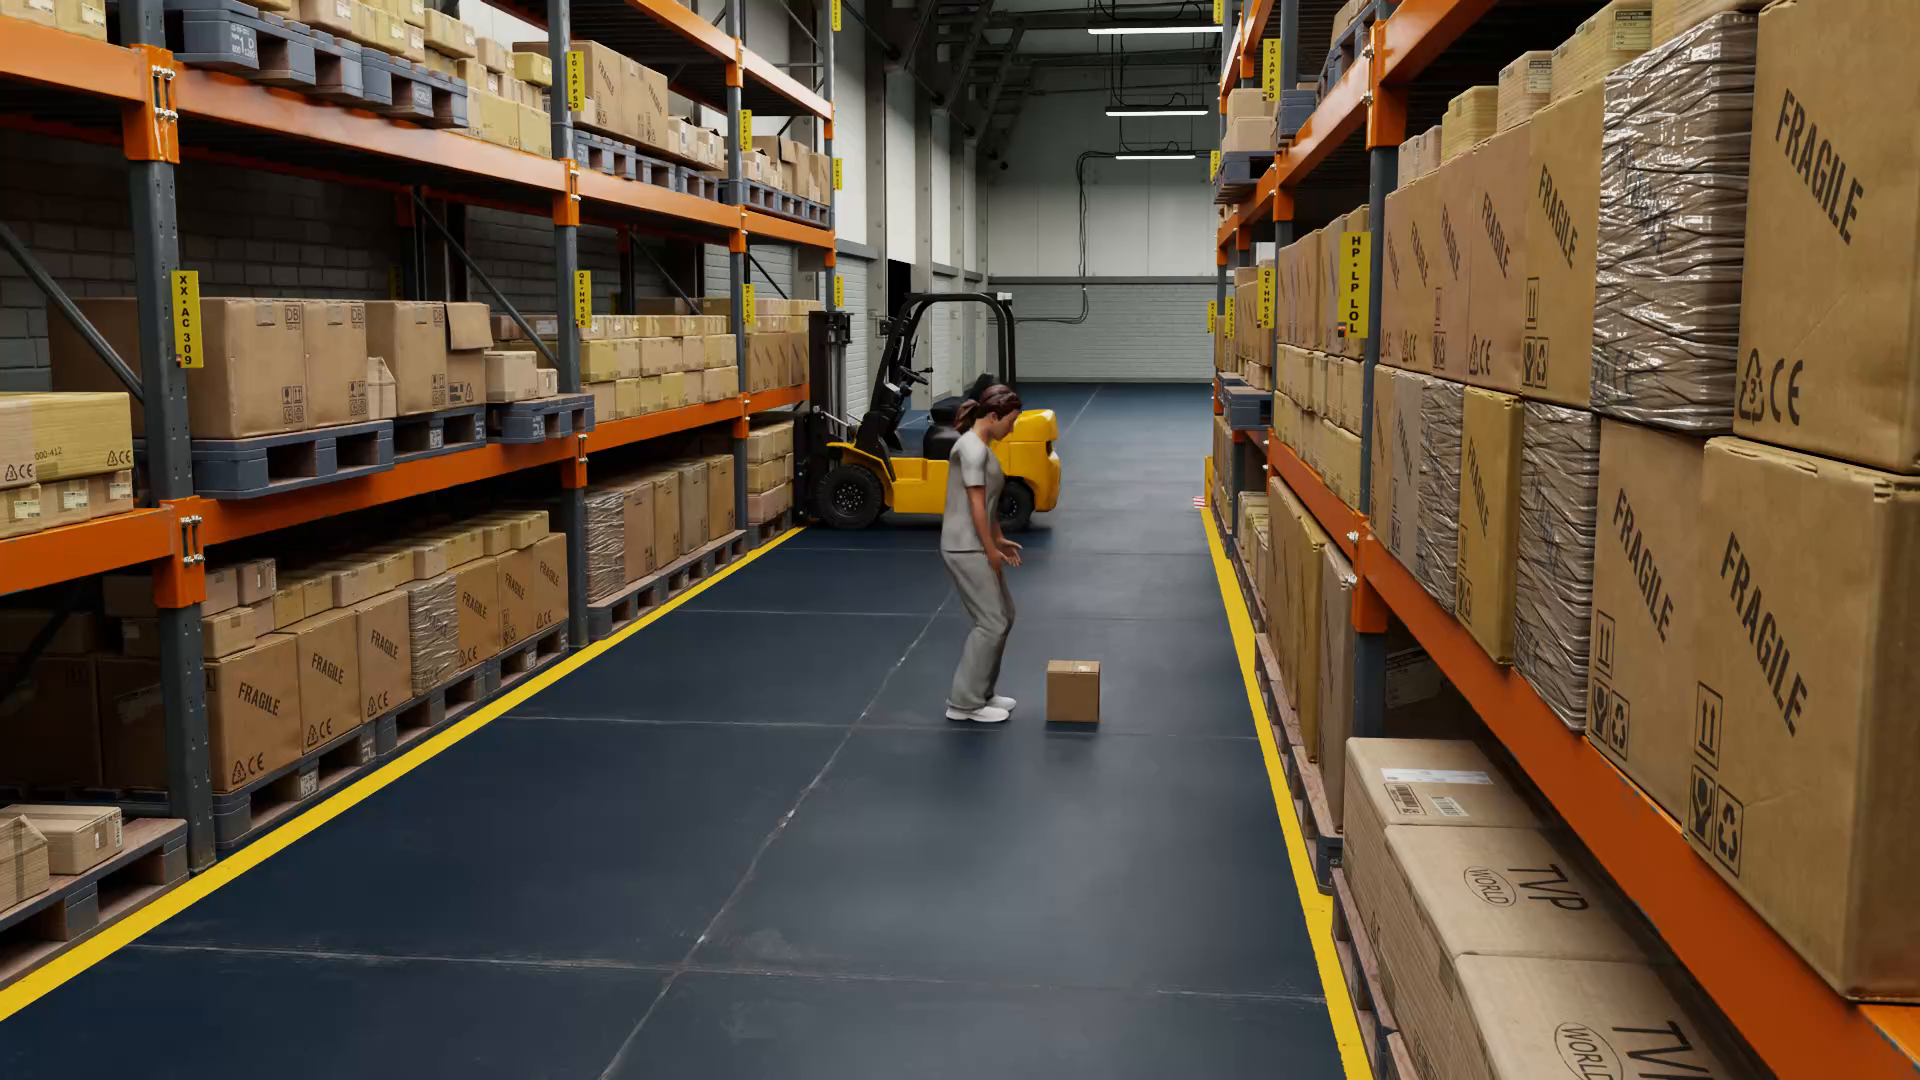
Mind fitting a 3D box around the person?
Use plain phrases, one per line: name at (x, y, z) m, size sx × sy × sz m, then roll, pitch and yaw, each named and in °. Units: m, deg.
person at (0.105, 0.055, 8.113) m, size 0.388 × 1.627 × 0.461 m, roll 1°, pitch 8°, yaw 8°
